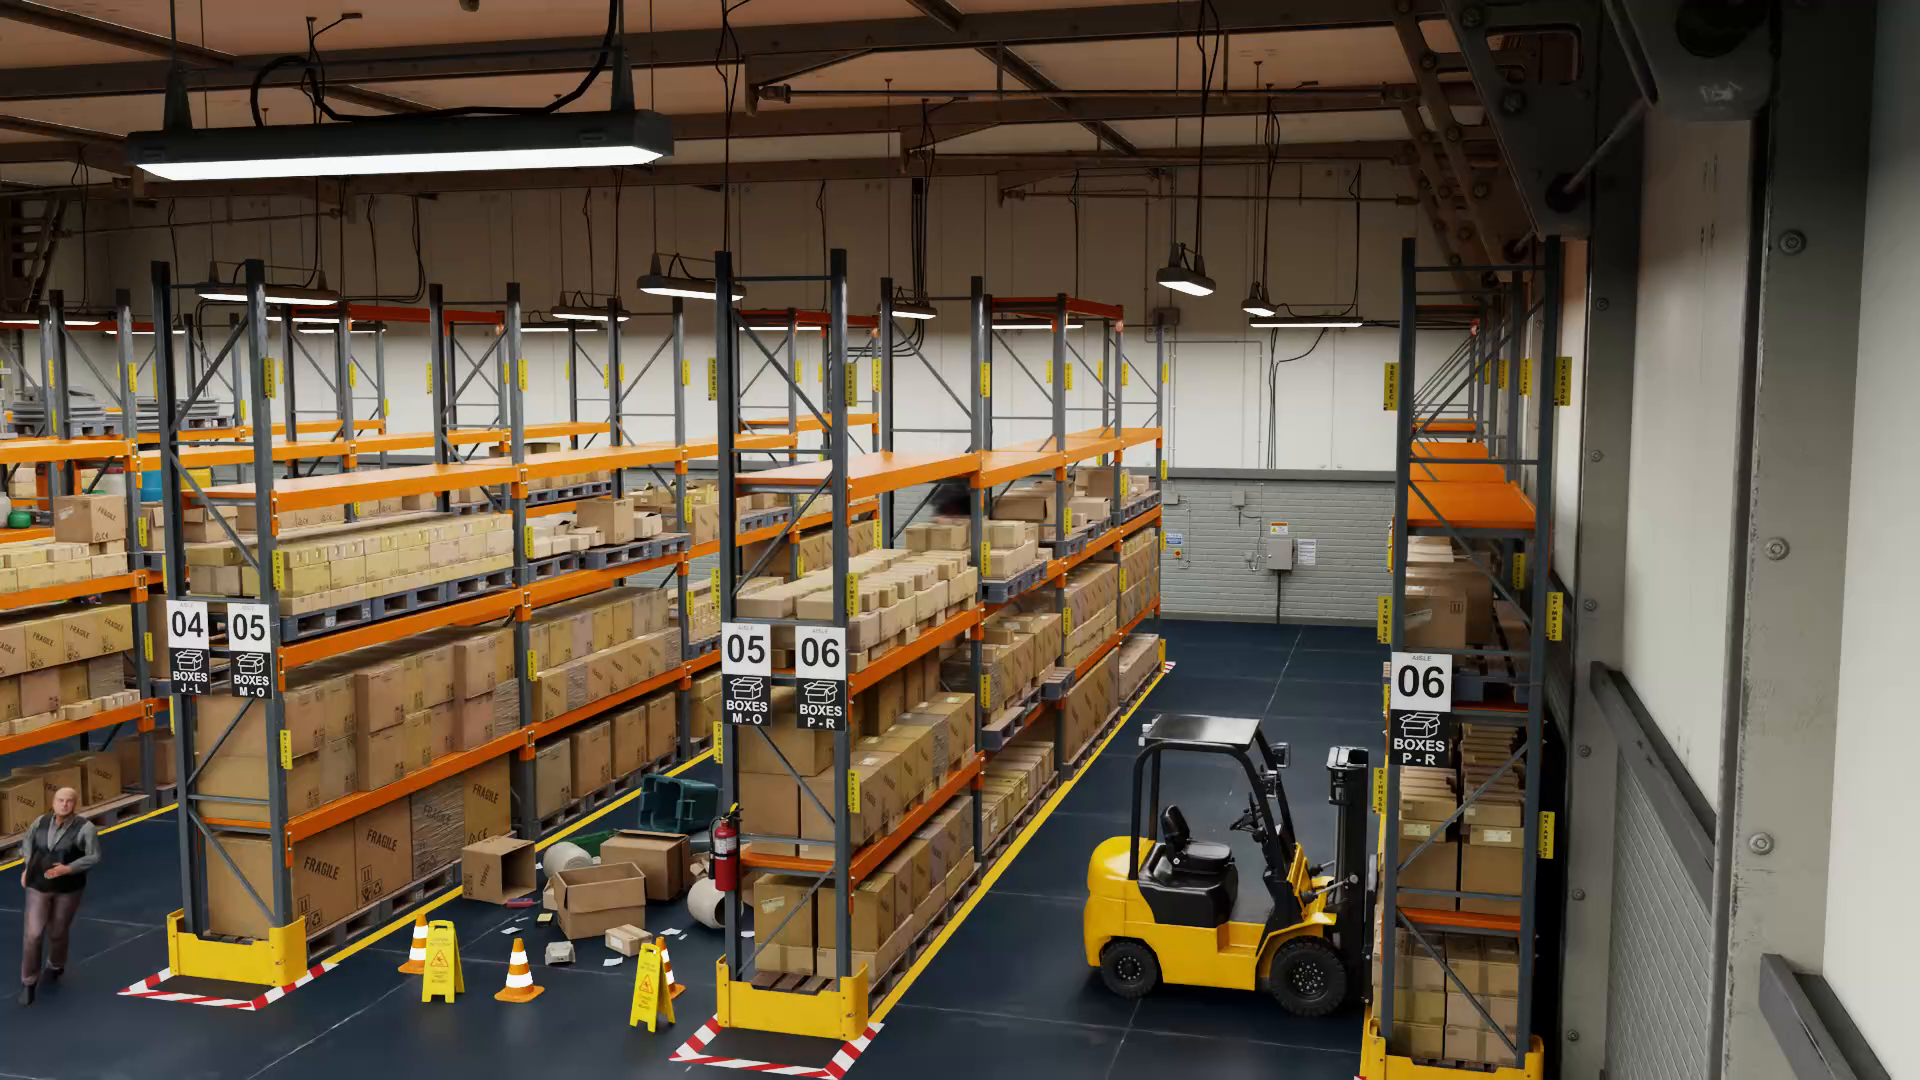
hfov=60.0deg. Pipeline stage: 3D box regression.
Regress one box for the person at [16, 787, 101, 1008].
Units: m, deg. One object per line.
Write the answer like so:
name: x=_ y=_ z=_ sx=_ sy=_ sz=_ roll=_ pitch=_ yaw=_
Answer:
person: x=-7.394 y=2.895 z=13.661 sx=0.658 sy=1.753 sz=0.696 roll=-2 pitch=6 yaw=-18
